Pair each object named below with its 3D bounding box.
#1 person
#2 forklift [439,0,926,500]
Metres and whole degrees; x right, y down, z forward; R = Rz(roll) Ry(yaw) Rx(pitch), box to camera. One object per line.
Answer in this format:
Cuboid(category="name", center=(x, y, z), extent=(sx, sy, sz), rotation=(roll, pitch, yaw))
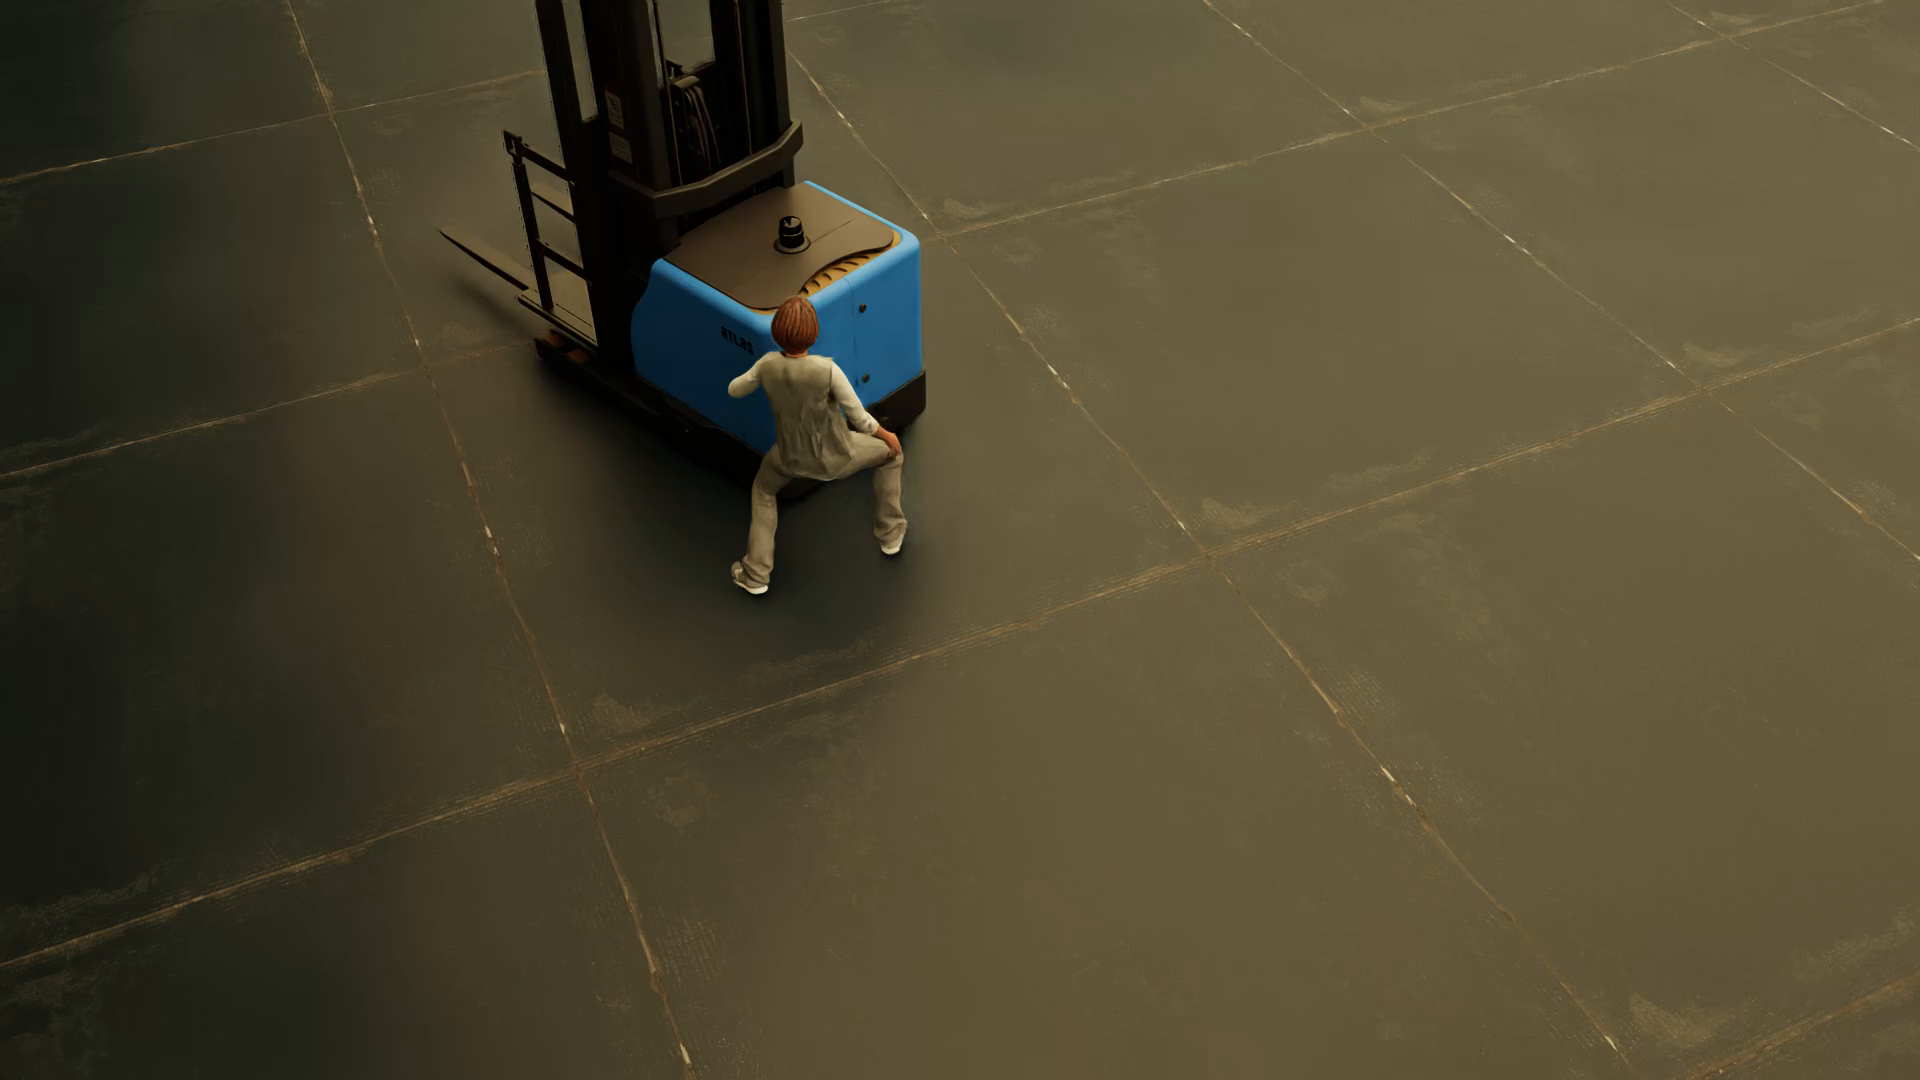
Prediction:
Cuboid(category="person", center=(-0.678, -0.434, 7.254), extent=(0.816, 1.469, 0.646), rotation=(11, 44, 12))
Cuboid(category="forklift", center=(-1.600, -2.141, 7.974), extent=(3.031, 2.935, 1.130), rotation=(32, 52, 30))
